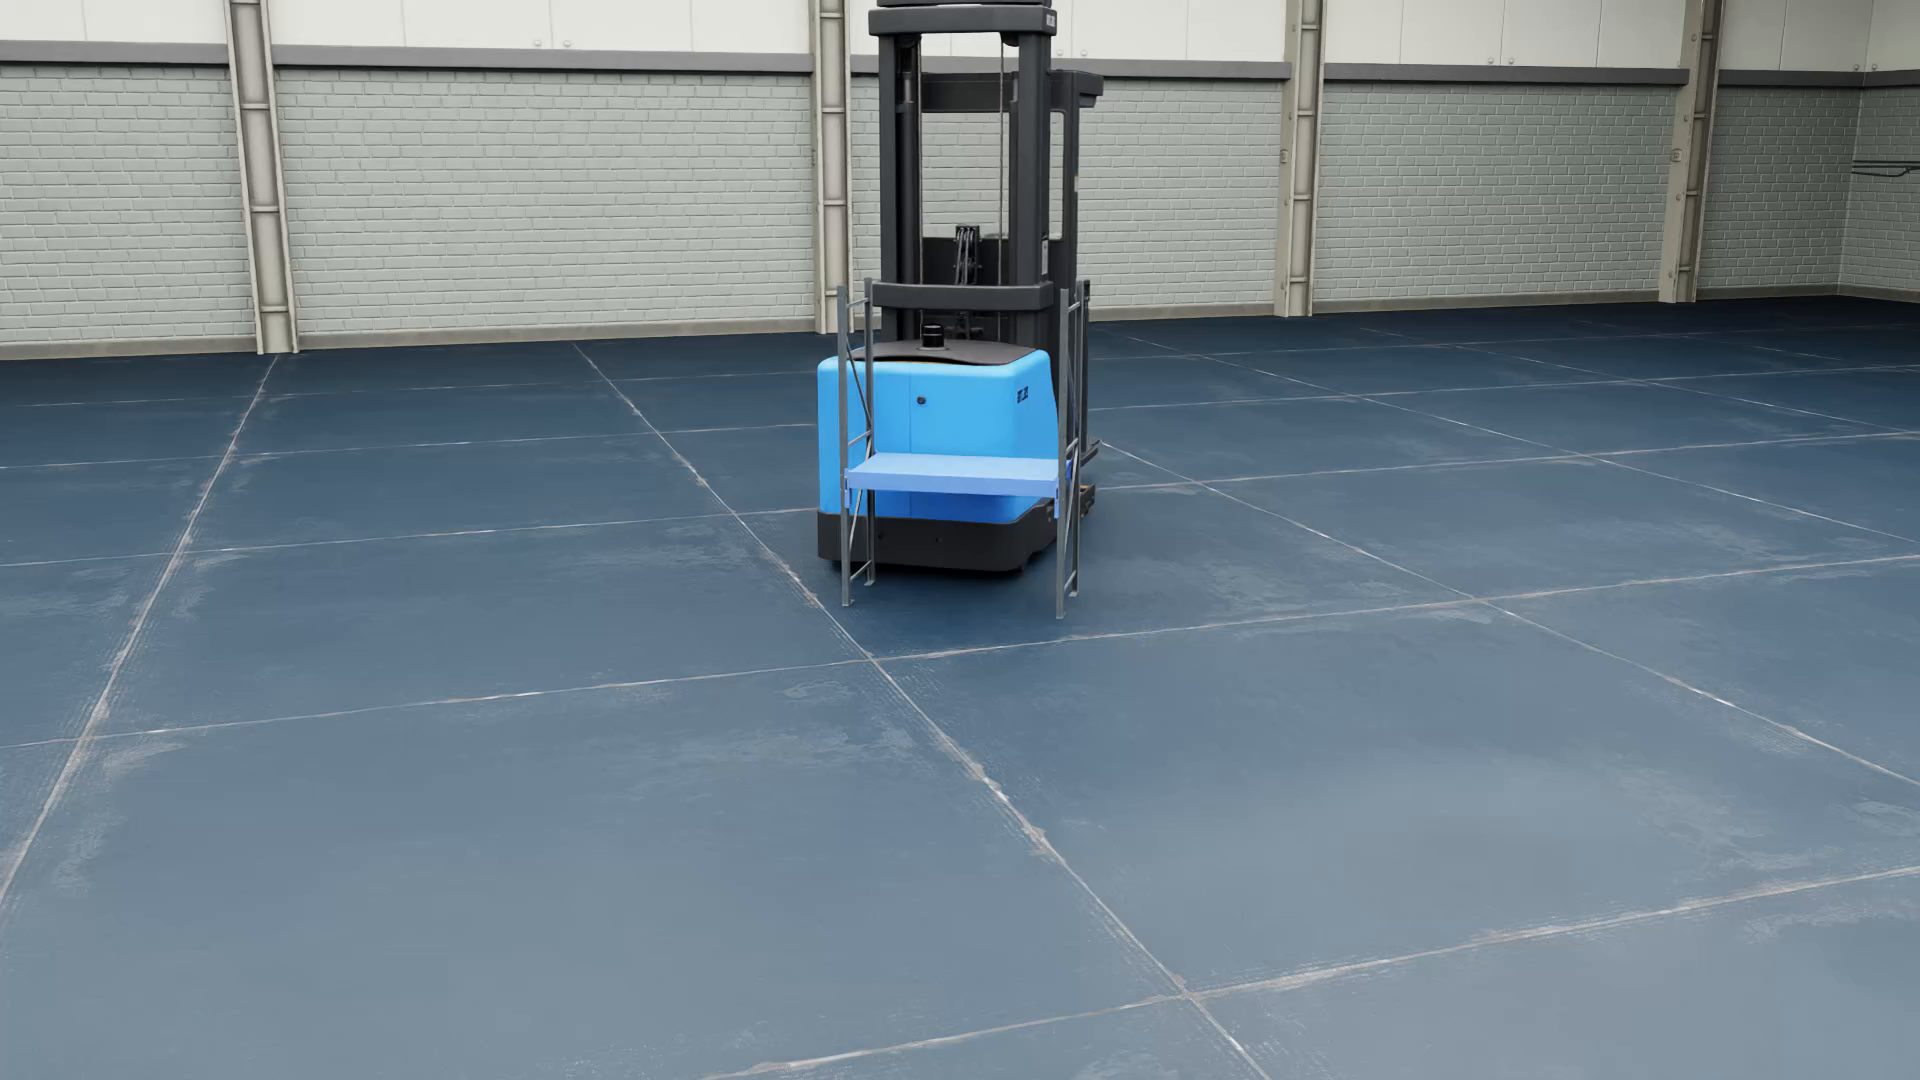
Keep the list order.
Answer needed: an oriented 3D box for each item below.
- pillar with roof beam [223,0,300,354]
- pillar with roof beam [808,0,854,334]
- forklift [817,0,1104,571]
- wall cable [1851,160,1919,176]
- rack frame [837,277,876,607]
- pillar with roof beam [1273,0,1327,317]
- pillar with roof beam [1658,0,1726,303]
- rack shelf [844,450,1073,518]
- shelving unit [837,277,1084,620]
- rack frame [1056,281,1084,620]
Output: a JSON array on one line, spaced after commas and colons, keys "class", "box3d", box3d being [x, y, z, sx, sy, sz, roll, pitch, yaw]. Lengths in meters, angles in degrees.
[{"class": "pillar with roof beam", "box3d": [-5.770, -5.407, 12.430, 0.400, 9.000, 9.100, -4, 14, -18]}, {"class": "pillar with roof beam", "box3d": [-0.083, -5.850, 14.292, 0.400, 9.000, 9.100, -4, 14, -18]}, {"class": "forklift", "box3d": [0.174, -1.565, 9.388, 1.130, 2.935, 3.031, 4, 14, 16]}, {"class": "wall cable", "box3d": [13.131, -6.097, 22.039, 0.112, 2.526, 3.097, -4, 14, -18]}, {"class": "rack frame", "box3d": [-0.486, -0.471, 7.880, 0.032, 1.500, 0.500, 3, 14, 12]}, {"class": "pillar with roof beam", "box3d": [5.604, -6.293, 16.153, 0.400, 9.000, 9.100, -4, 14, -18]}, {"class": "pillar with roof beam", "box3d": [11.290, -6.736, 18.015, 0.400, 9.000, 9.100, -4, 14, -18]}, {"class": "rack shelf", "box3d": [0.010, -0.270, 7.816, 1.000, 0.185, 0.538, 3, 14, 12]}, {"class": "shelving unit", "box3d": [0.010, -0.445, 7.774, 1.048, 1.500, 0.538, 3, 14, 12]}, {"class": "rack frame", "box3d": [0.507, -0.420, 7.668, 0.032, 1.500, 0.500, 3, 14, 12]}]
